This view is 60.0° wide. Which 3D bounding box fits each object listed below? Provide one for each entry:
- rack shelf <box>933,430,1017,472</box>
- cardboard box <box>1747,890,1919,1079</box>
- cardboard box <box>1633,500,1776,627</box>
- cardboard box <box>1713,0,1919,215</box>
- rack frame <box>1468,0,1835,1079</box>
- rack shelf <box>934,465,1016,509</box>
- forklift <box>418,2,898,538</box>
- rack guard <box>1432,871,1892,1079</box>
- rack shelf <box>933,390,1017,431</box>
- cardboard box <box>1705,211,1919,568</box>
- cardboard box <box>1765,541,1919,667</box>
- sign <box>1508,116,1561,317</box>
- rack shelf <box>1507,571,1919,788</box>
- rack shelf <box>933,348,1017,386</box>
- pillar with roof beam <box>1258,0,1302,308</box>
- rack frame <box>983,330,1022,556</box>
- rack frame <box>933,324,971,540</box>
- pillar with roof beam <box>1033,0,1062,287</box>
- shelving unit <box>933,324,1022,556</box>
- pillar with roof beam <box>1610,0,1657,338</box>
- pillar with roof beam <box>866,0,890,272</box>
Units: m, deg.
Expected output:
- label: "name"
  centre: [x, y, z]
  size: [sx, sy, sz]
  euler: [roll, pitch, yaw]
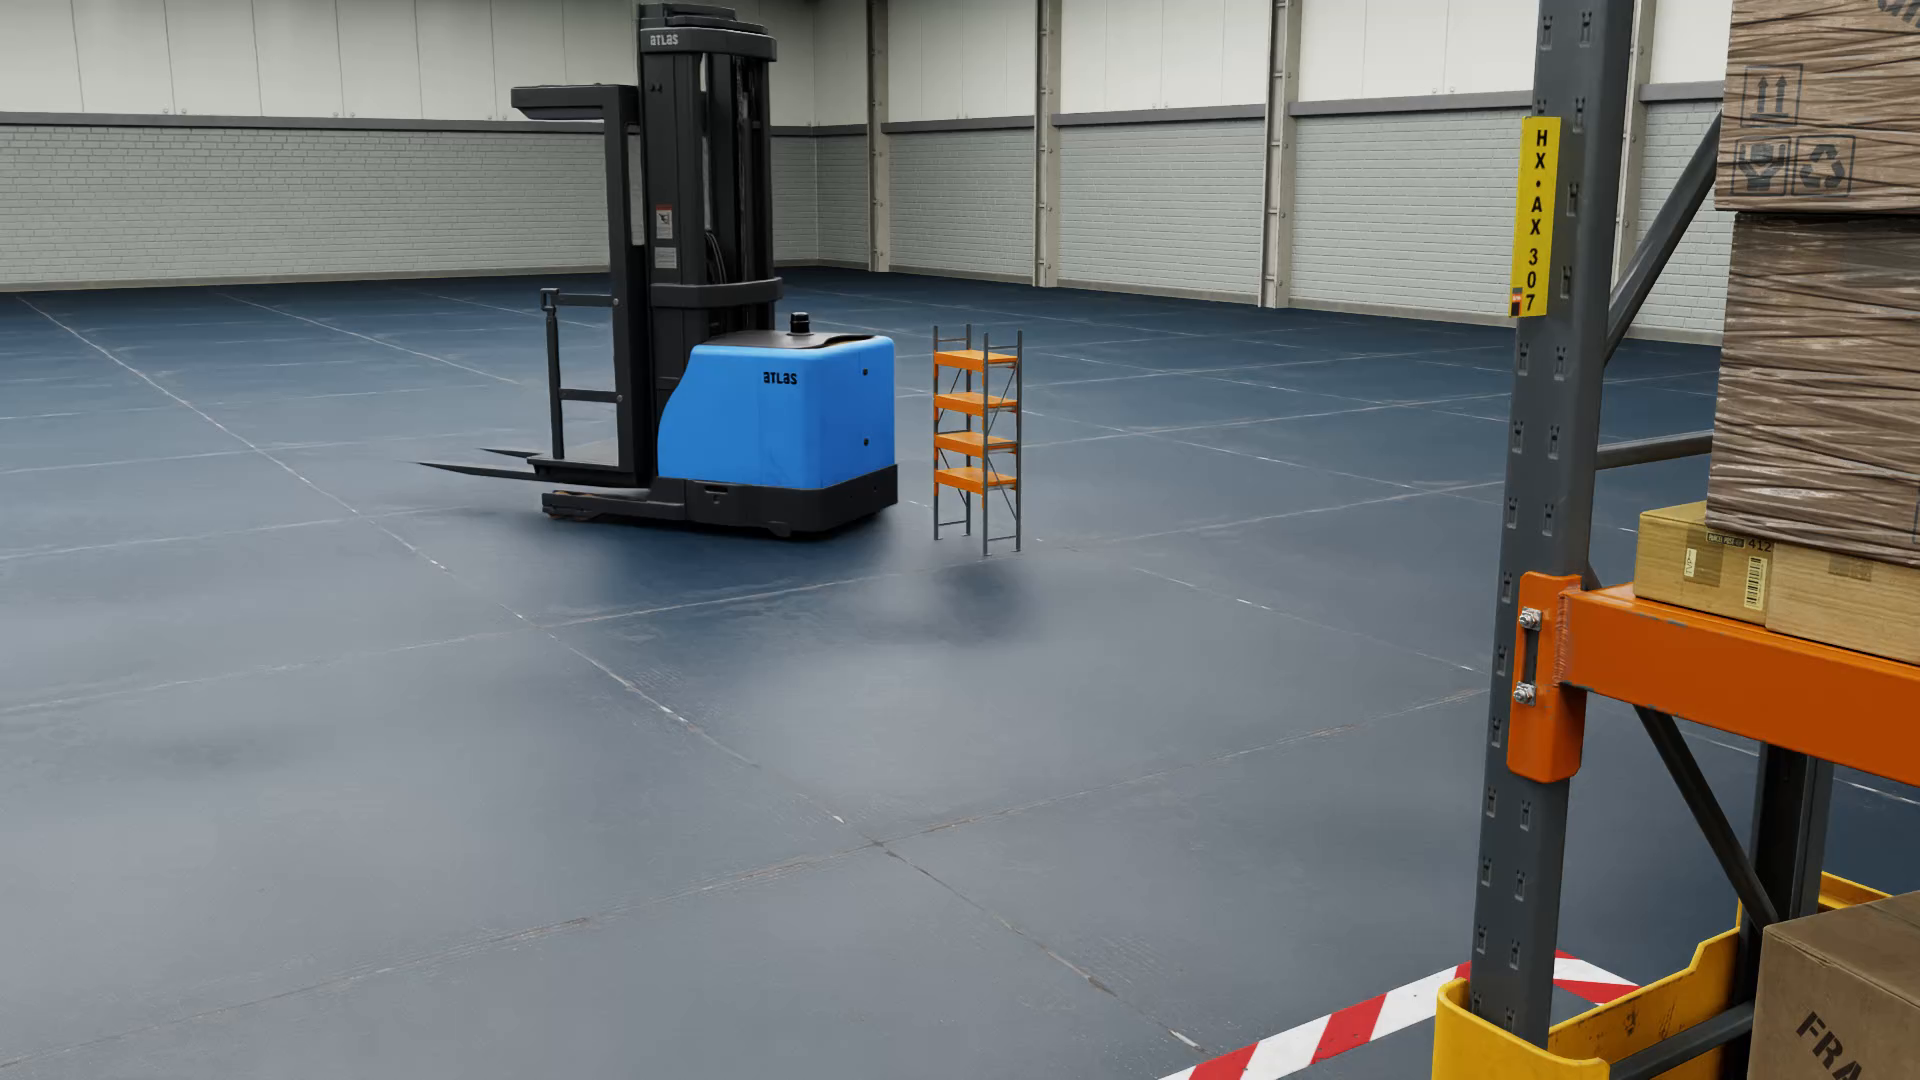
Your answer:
- label: "rack shelf"
  centre: [0.092, -0.491, 9.113]
  size: [0.258, 0.148, 0.480]
  euler: [-8, 15, -33]
- label: "cardboard box"
  centre: [1.742, 0.951, 2.859]
  size: [0.500, 0.500, 0.500]
  euler: [-5, 13, -22]
- label: "cardboard box"
  centre: [1.369, 0.024, 2.819]
  size: [0.380, 0.149, 0.250]
  euler: [-8, 15, -33]
- label: "cardboard box"
  centre: [1.488, -0.730, 2.409]
  size: [0.500, 0.500, 0.500]
  euler: [-8, 15, -33]
- label: "rack frame"
  centre: [1.410, -0.178, 3.153]
  size: [1.000, 3.000, 0.127]
  euler: [-8, 15, -33]
- label: "rack shelf"
  centre: [0.092, -0.297, 9.156]
  size: [0.258, 0.148, 0.480]
  euler: [-8, 15, -33]
- label: "forklift"
  centre: [-1.936, -1.635, 9.976]
  size: [3.031, 2.935, 1.130]
  euler: [6, 14, 24]
- label: "rack guard"
  centre: [1.452, 1.057, 3.359]
  size: [1.175, 0.500, 0.348]
  euler: [-8, 15, -33]
- label: "rack shelf"
  centre: [0.092, -0.710, 9.066]
  size: [0.258, 0.148, 0.480]
  euler: [-8, 15, -33]
- label: "cardboard box"
  centre: [1.692, -0.271, 2.649]
  size: [0.875, 0.500, 0.500]
  euler: [-8, 15, -33]
- label: "cardboard box"
  centre: [1.492, 0.071, 2.606]
  size: [0.380, 0.149, 0.250]
  euler: [-8, 15, -33]
- label: "sign"
  centre: [0.958, -0.536, 2.767]
  size: [0.100, 0.325, 0.005]
  euler: [-8, 15, -33]
- label: "rack shelf"
  centre: [2.518, 0.529, 1.604]
  size: [1.077, 0.370, 4.000]
  euler: [-8, 15, -33]
- label: "rack shelf"
  centre: [0.092, -0.941, 9.015]
  size: [0.258, 0.148, 0.480]
  euler: [-8, 15, -33]
- label: "pillar with roof beam"
  centre: [1.332, -7.537, 22.763]
  size: [9.100, 9.000, 0.400]
  euler: [-8, 15, -33]
- label: "rack frame"
  centre: [0.227, -0.513, 8.901]
  size: [0.240, 1.200, 0.015]
  euler: [-8, 15, -33]
- label: "rack frame"
  centre: [-0.043, -0.600, 9.297]
  size: [0.240, 1.200, 0.015]
  euler: [-8, 15, -33]
- label: "pillar with roof beam"
  centre: [-1.992, -8.604, 27.643]
  size: [9.100, 9.000, 0.400]
  euler: [-8, 15, -33]
- label: "shelving unit"
  centre: [0.092, -0.557, 9.099]
  size: [0.258, 1.200, 0.503]
  euler: [-8, 15, -33]
- label: "pillar with roof beam"
  centre: [4.656, -6.470, 17.883]
  size: [9.100, 9.000, 0.400]
  euler: [-8, 15, -33]
- label: "pillar with roof beam"
  centre: [-5.317, -9.671, 32.522]
  size: [9.100, 9.000, 0.400]
  euler: [-8, 15, -33]
